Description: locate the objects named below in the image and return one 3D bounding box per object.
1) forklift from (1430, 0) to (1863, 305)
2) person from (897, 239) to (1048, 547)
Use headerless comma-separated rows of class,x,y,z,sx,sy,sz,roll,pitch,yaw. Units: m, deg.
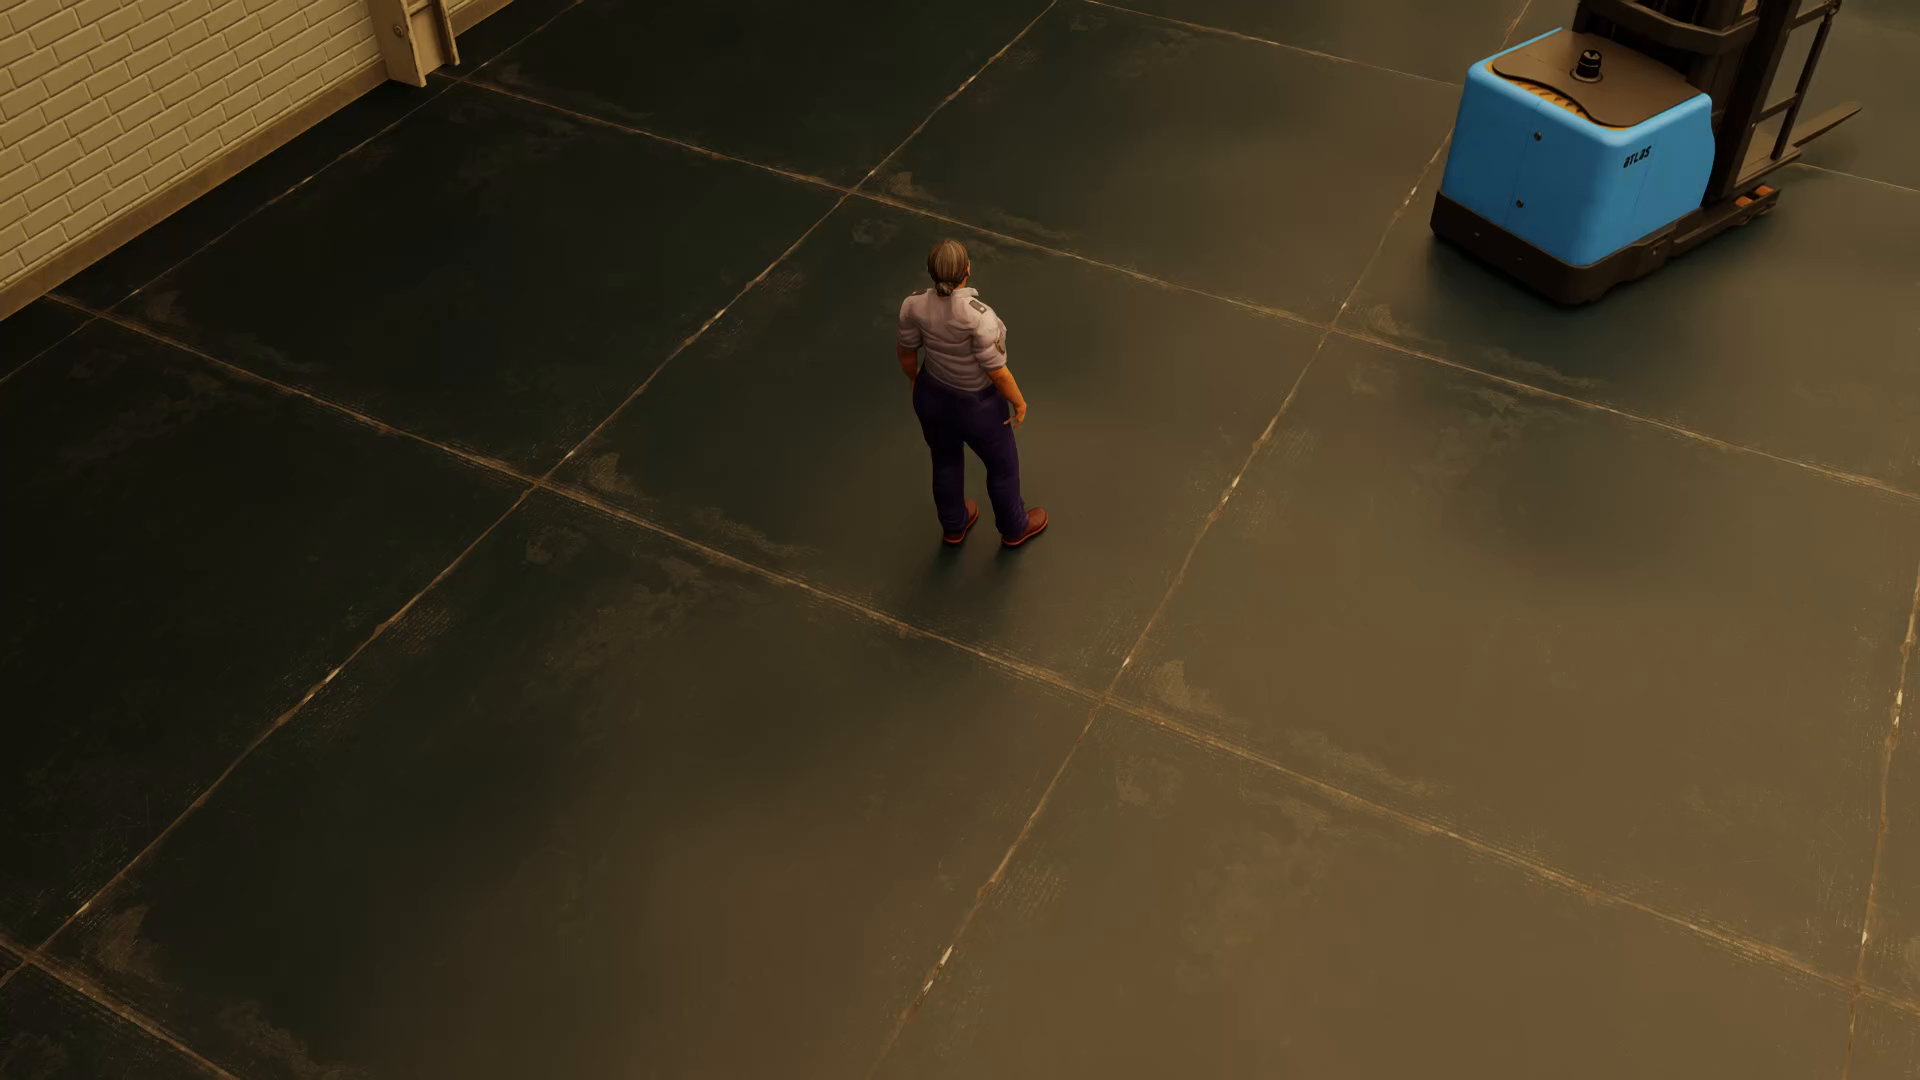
forklift,4.203,-3.173,9.021,3.031,2.935,1.130,-27,50,-26
person,0.062,-0.652,7.272,0.598,1.651,0.502,20,47,20
